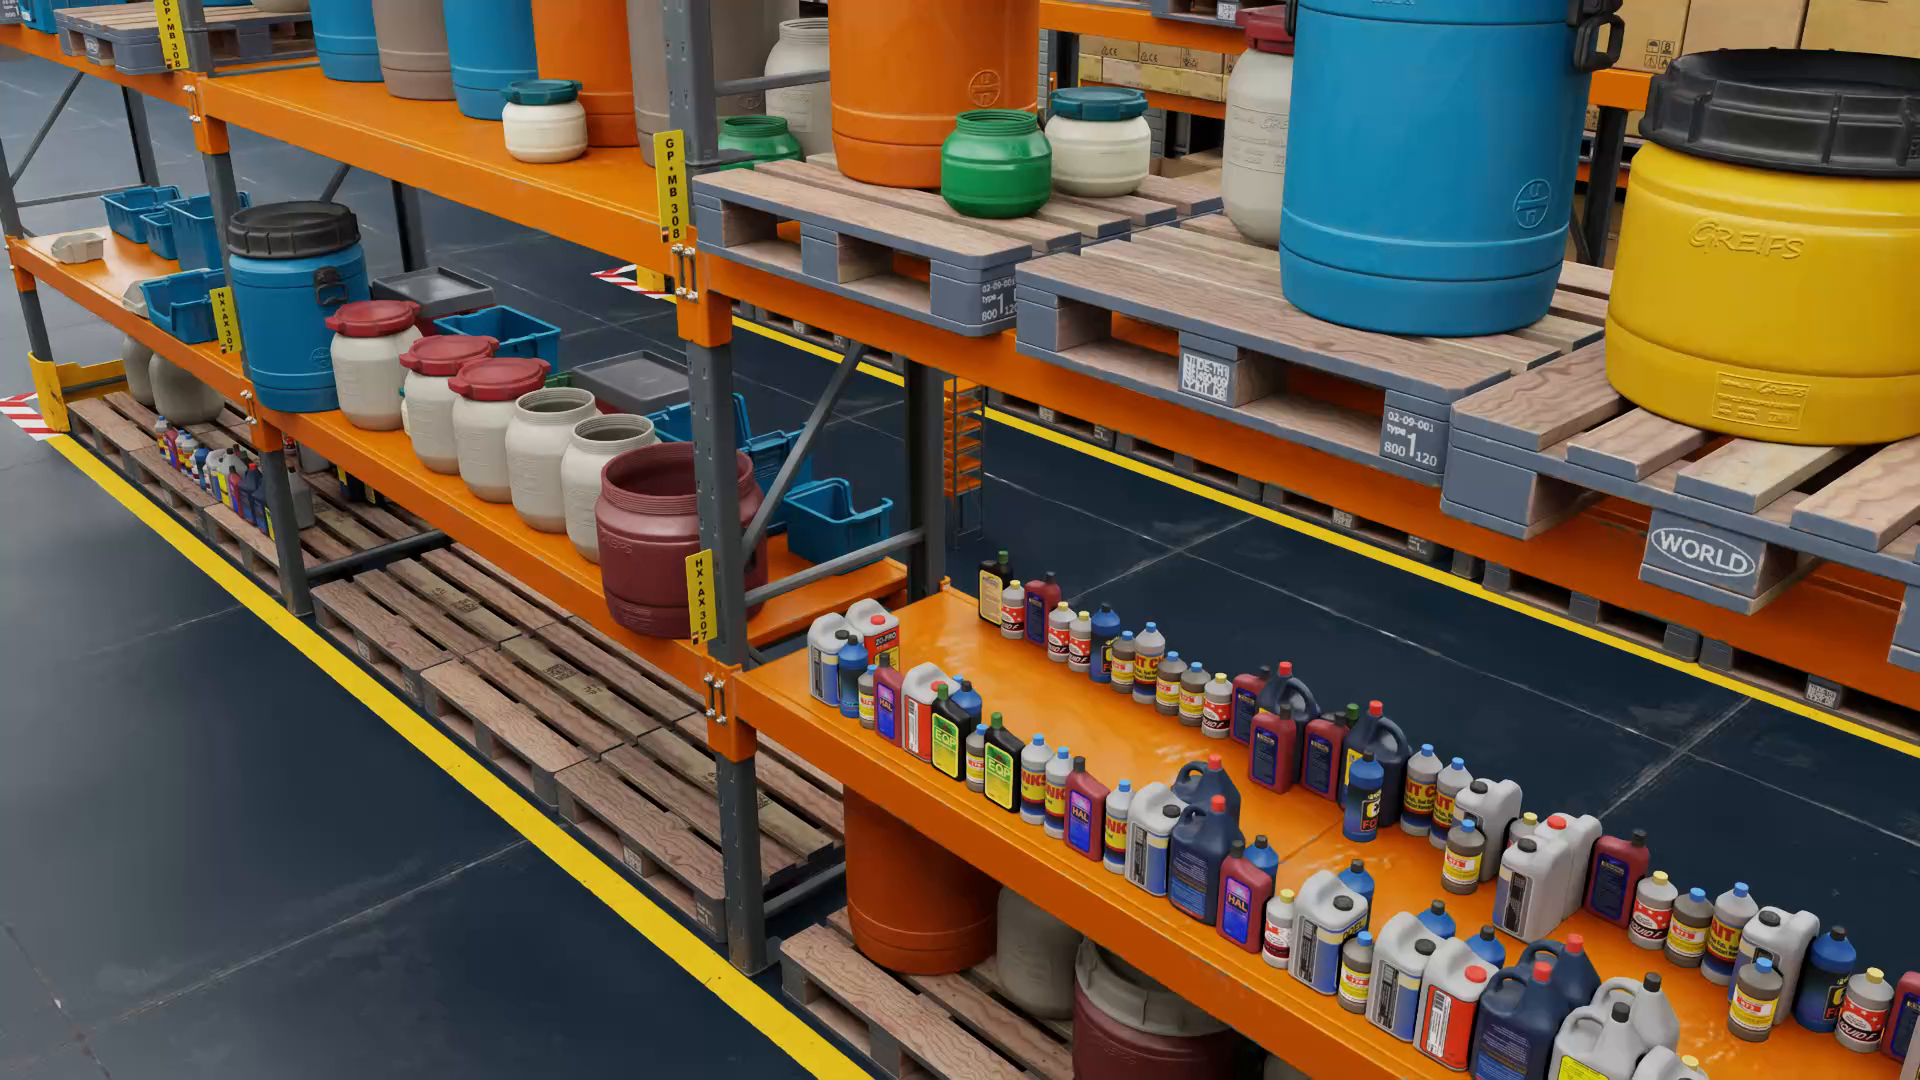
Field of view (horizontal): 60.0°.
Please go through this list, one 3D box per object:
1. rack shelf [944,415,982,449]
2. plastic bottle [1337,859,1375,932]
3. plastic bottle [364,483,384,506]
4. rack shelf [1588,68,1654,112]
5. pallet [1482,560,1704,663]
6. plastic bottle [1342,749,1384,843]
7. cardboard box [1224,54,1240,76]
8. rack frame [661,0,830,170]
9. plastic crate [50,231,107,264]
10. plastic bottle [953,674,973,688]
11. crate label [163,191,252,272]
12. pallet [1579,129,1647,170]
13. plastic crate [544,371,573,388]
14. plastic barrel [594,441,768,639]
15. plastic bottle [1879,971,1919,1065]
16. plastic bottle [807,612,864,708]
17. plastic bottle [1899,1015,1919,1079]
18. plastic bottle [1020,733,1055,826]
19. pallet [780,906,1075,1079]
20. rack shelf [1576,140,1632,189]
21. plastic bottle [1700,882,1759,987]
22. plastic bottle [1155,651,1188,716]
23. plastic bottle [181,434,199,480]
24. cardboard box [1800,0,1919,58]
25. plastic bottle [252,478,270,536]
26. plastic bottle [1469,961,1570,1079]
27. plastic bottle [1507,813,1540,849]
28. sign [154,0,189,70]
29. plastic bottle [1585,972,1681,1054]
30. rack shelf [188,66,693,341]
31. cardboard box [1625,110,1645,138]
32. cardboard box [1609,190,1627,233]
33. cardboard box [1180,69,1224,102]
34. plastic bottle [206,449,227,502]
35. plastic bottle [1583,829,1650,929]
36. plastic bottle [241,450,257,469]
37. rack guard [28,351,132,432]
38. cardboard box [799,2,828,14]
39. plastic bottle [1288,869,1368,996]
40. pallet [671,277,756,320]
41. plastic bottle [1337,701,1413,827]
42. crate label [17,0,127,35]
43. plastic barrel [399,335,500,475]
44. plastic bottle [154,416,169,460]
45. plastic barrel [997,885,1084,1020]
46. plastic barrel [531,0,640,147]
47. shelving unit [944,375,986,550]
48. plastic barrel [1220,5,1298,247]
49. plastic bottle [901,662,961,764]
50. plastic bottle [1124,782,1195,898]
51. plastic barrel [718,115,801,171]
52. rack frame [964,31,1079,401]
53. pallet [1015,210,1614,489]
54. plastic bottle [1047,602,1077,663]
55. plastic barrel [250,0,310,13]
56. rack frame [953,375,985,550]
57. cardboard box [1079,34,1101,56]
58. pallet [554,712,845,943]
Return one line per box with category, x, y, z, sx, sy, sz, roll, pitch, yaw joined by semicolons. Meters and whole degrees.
rack shelf;-0.010;-0.619;9.479;0.258;0.103;0.180;-21;32;-38
plastic bottle;1.002;0.935;4.242;0.097;0.271;0.097;0;25;0
plastic bottle;-3.411;-0.349;9.645;0.061;0.283;0.133;-21;32;-38
rack shelf;4.525;-1.728;7.177;1.077;0.370;4.000;-21;32;-38
pallet;3.640;0.209;9.038;1.003;0.211;1.213;-21;32;-38
plastic bottle;1.146;0.718;4.718;0.097;0.271;0.097;0;25;0
cardboard box;2.807;-4.558;15.379;0.500;0.500;0.500;-22;33;-40
rack frame;-0.461;-2.622;4.655;1.000;3.000;0.127;-21;32;-38
plastic crate;-5.552;-1.834;10.474;0.298;0.136;0.250;-21;32;-38
plastic bottle;-0.006;0.520;5.236;0.097;0.201;0.097;0;25;0
crate label;-4.473;-1.851;10.152;0.502;0.435;0.616;-21;32;-38
pallet;5.388;-3.204;13.390;1.003;0.211;1.213;-21;32;-38
plastic crate;-1.798;-0.560;7.620;0.450;0.188;0.662;-21;32;-38
plastic barrel;-0.999;-0.009;5.992;0.600;0.536;0.708;-21;32;-38
plastic bottle;2.243;1.100;3.866;0.061;0.283;0.133;-21;32;-38
plastic bottle;-0.401;0.387;5.438;0.152;0.276;0.135;-21;32;-38
plastic bottle;2.242;1.131;3.716;0.144;0.351;0.185;-21;32;-38
plastic bottle;0.224;0.682;4.796;0.097;0.271;0.097;0;25;0
pallet;0.109;1.603;5.981;1.003;0.211;1.213;-21;32;-38
rack shelf;5.404;-2.982;13.539;1.077;0.370;4.000;-21;32;-38
plastic bottle;1.926;0.976;4.152;0.097;0.271;0.097;0;25;0
plastic bottle;0.683;0.457;5.374;0.097;0.201;0.097;0;25;0
plastic bottle;-4.614;-0.503;9.996;0.097;0.271;0.097;0;25;0
cardboard box;4.185;-2.272;7.382;0.910;0.500;0.500;-21;32;-38
plastic bottle;-3.845;-0.213;9.264;0.144;0.351;0.185;-22;33;-40
plastic bottle;1.280;1.100;3.784;0.144;0.351;0.185;-21;32;-38
plastic bottle;1.543;0.838;4.538;0.097;0.201;0.097;0;25;0
sign;-3.604;-2.320;7.598;0.100;0.325;0.005;-21;32;-38
plastic bottle;1.512;1.115;3.751;0.144;0.351;0.185;-21;32;-38
rack shelf;-1.828;-1.536;6.755;1.077;0.370;4.000;-21;32;-38
cardboard box;5.575;-3.459;13.068;0.700;0.500;0.500;-21;32;-38
cardboard box;5.542;-2.655;13.535;0.500;0.250;0.500;-21;32;-39
cardboard box;2.458;-4.367;15.864;0.500;0.250;0.500;-21;32;-38
plastic bottle;-4.305;-0.385;9.732;0.152;0.276;0.135;-21;32;-38
plastic bottle;1.727;0.871;4.367;0.061;0.283;0.133;-21;32;-38
plastic bottle;-4.140;-0.375;9.701;0.061;0.283;0.133;-21;32;-38
rack guard;-5.842;-1.169;11.711;1.175;0.500;0.348;-21;32;-38
cardboard box;-1.256;-3.885;12.968;0.700;0.500;0.500;-21;32;-38
plastic bottle;0.923;0.974;4.151;0.152;0.276;0.135;-21;32;-38
pallet;-1.757;-2.232;14.388;1.003;0.211;1.213;-21;32;-38
plastic bottle;1.204;0.634;4.805;0.144;0.351;0.185;-21;32;-38
crate label;-4.890;-2.952;9.173;0.502;0.251;0.408;-21;32;-38
plastic barrel;-2.199;-0.592;7.270;0.433;0.535;0.433;0;25;0
plastic bottle;-4.917;-0.637;10.290;0.097;0.271;0.097;0;25;0
plastic barrel;0.337;1.337;5.696;0.421;0.512;0.421;0;25;0
plastic barrel;-1.310;-1.961;6.303;0.600;0.830;0.708;-21;32;-38
shelving unit;-0.010;-0.550;9.511;0.258;1.200;0.189;-21;32;-38
plastic barrel;0.861;-1.016;4.079;0.433;0.535;0.433;0;25;0
plastic bottle;-0.084;0.527;5.130;0.152;0.276;0.135;-21;32;-38
plastic bottle;0.547;0.807;4.517;0.152;0.276;0.135;-21;32;-38
plastic barrel;-0.667;-1.247;5.442;0.294;0.245;0.294;0;25;0
rack frame;0.424;-2.508;11.635;1.000;3.000;0.127;-21;32;-38
pallet;0.889;-0.512;3.872;1.003;0.211;1.213;-21;32;-38
plastic bottle;0.351;0.309;5.697;0.097;0.201;0.097;0;25;0
plastic barrel;-3.345;-2.897;8.232;0.421;0.512;0.421;0;25;0
rack frame;0.053;-0.523;9.450;0.240;1.200;0.006;-21;32;-38
cardboard box;1.410;-5.179;16.741;0.500;0.500;0.500;-21;32;-38
pallet;-0.962;1.130;7.018;1.003;0.211;1.213;-21;32;-38
